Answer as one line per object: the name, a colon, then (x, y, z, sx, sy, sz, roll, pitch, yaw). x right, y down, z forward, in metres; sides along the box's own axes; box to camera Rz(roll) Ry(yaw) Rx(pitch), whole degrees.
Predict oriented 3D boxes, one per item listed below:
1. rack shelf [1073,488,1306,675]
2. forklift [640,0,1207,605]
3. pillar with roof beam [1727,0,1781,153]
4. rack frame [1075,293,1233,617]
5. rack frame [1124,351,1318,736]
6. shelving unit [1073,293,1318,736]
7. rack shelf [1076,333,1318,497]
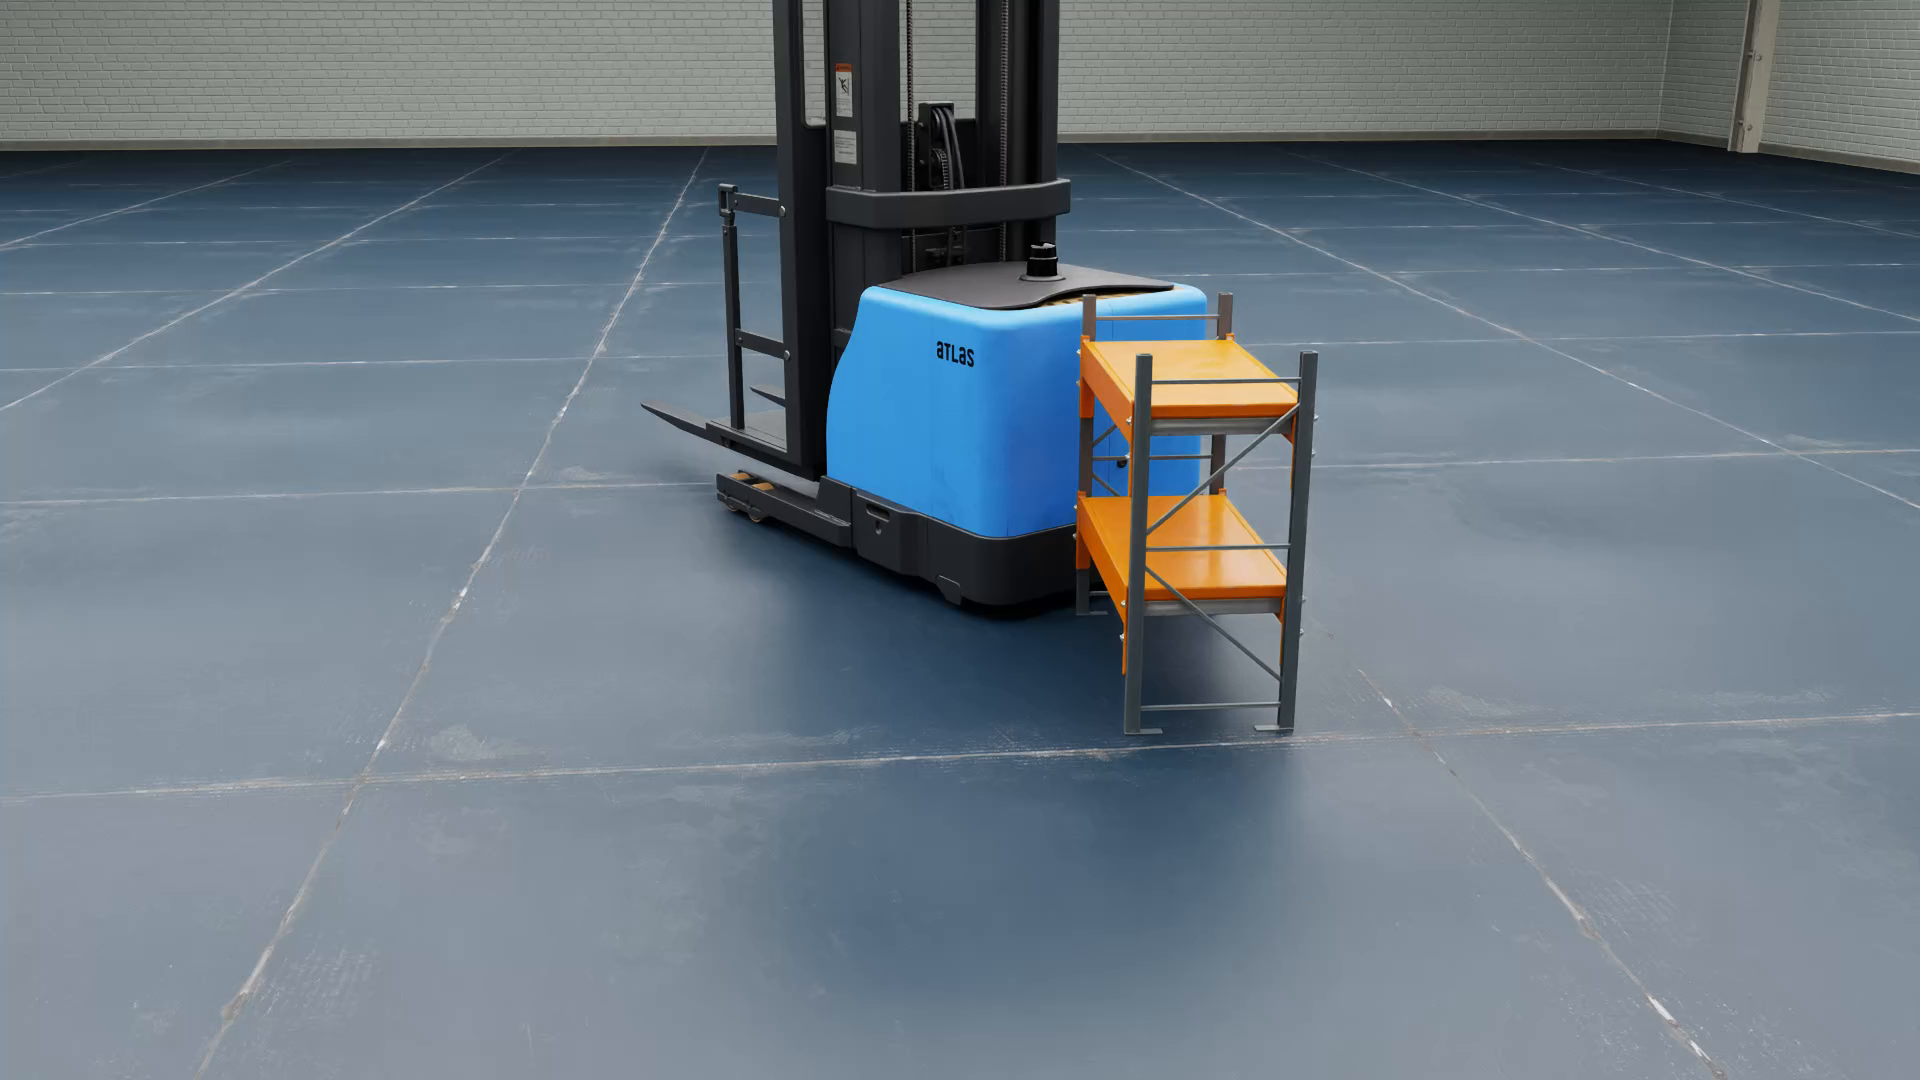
rack shelf: (0.694, 0.106, 5.277, 0.538, 0.278, 1.000, -1, 17, -4)
forklift: (-0.376, -1.549, 6.717, 1.130, 2.935, 3.031, -13, 21, -35)
pillar with roof beam: (8.005, -10.253, 24.312, 9.100, 9.000, 0.400, -2, 18, -6)
rack frame: (0.657, -0.279, 5.687, 0.500, 1.125, 0.032, -1, 17, -4)
rack frame: (0.731, 0.025, 4.720, 0.500, 1.125, 0.032, -1, 17, -4)
shelving unit: (0.694, -0.127, 5.204, 0.538, 1.125, 1.048, -1, 17, -4)
rack shelf: (0.694, -0.406, 5.116, 0.538, 0.278, 1.000, -1, 17, -4)
